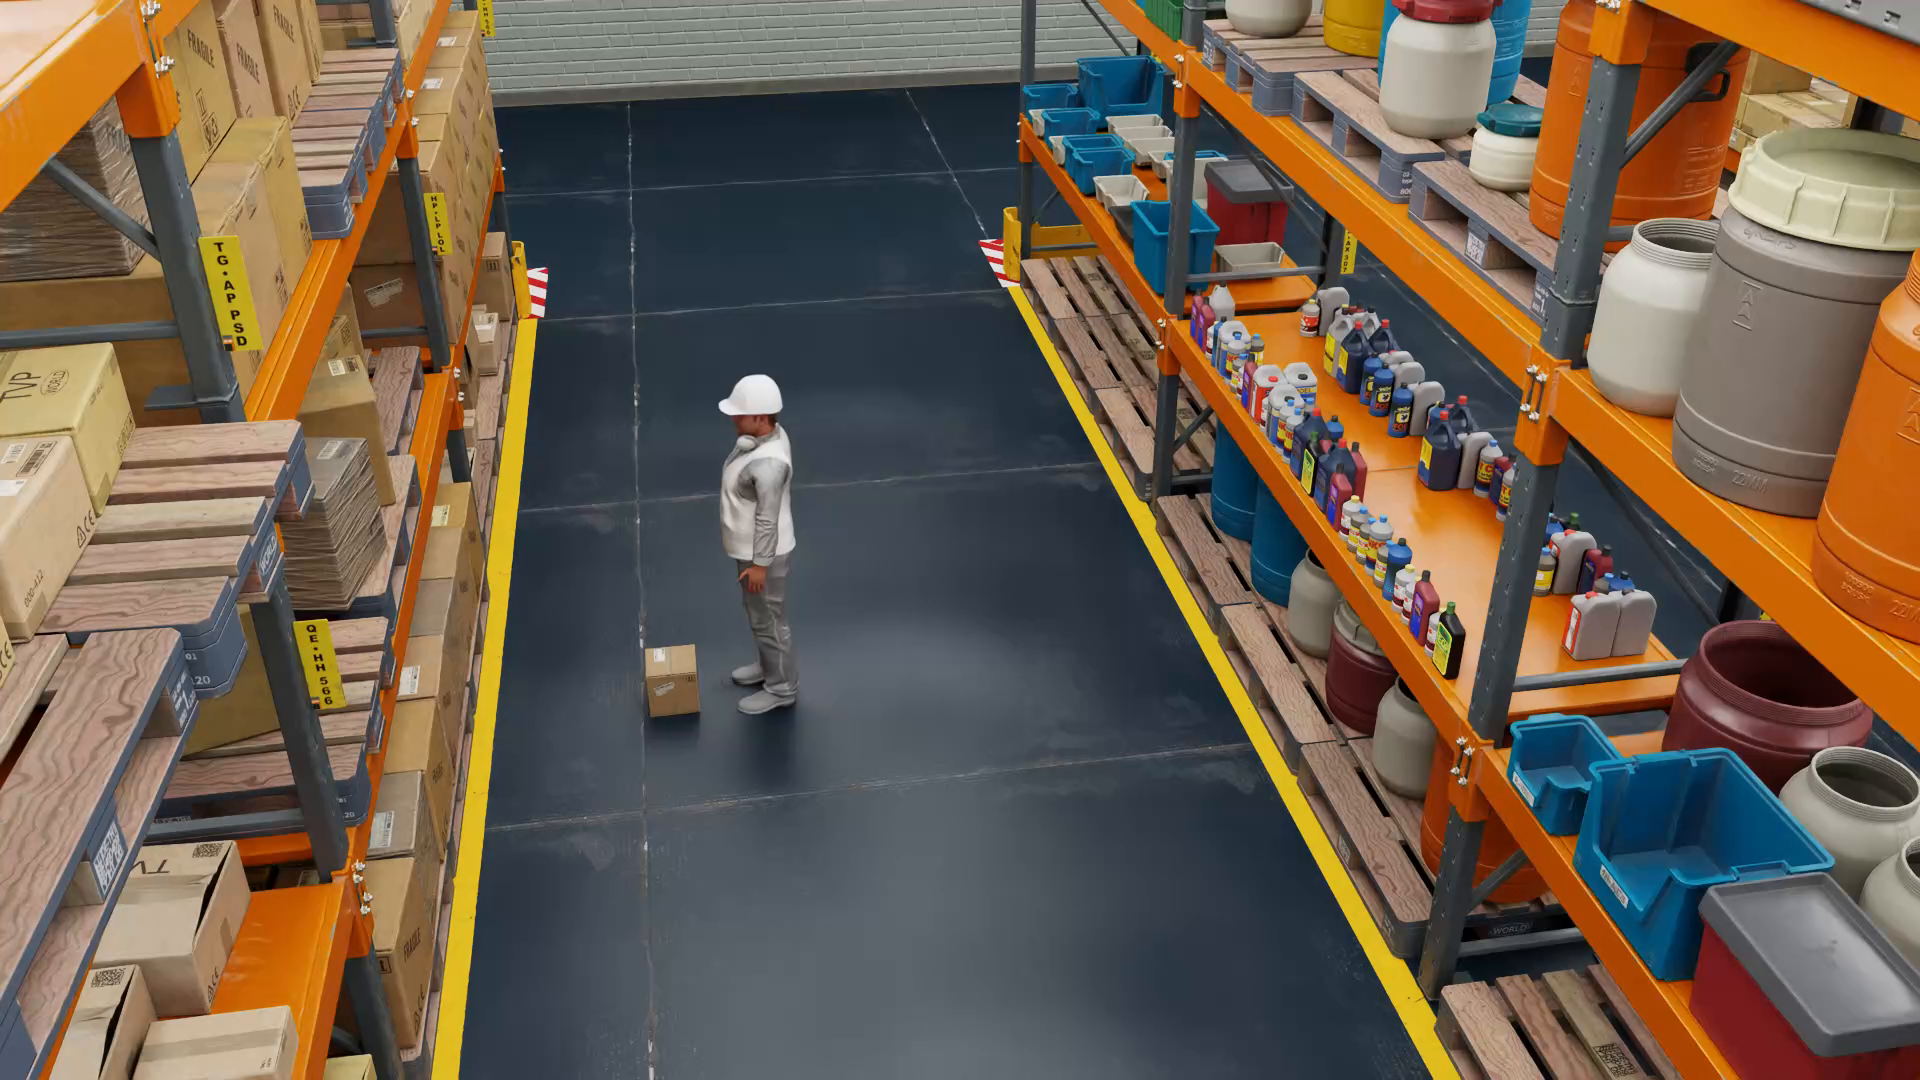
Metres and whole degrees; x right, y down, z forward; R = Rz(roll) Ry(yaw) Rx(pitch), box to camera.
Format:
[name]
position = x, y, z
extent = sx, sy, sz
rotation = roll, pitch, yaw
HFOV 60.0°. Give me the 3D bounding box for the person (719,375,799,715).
[person]
position = -0.981, 0.022, 8.081
extent = 0.373, 1.780, 0.536
rotation = -5, 31, -8
